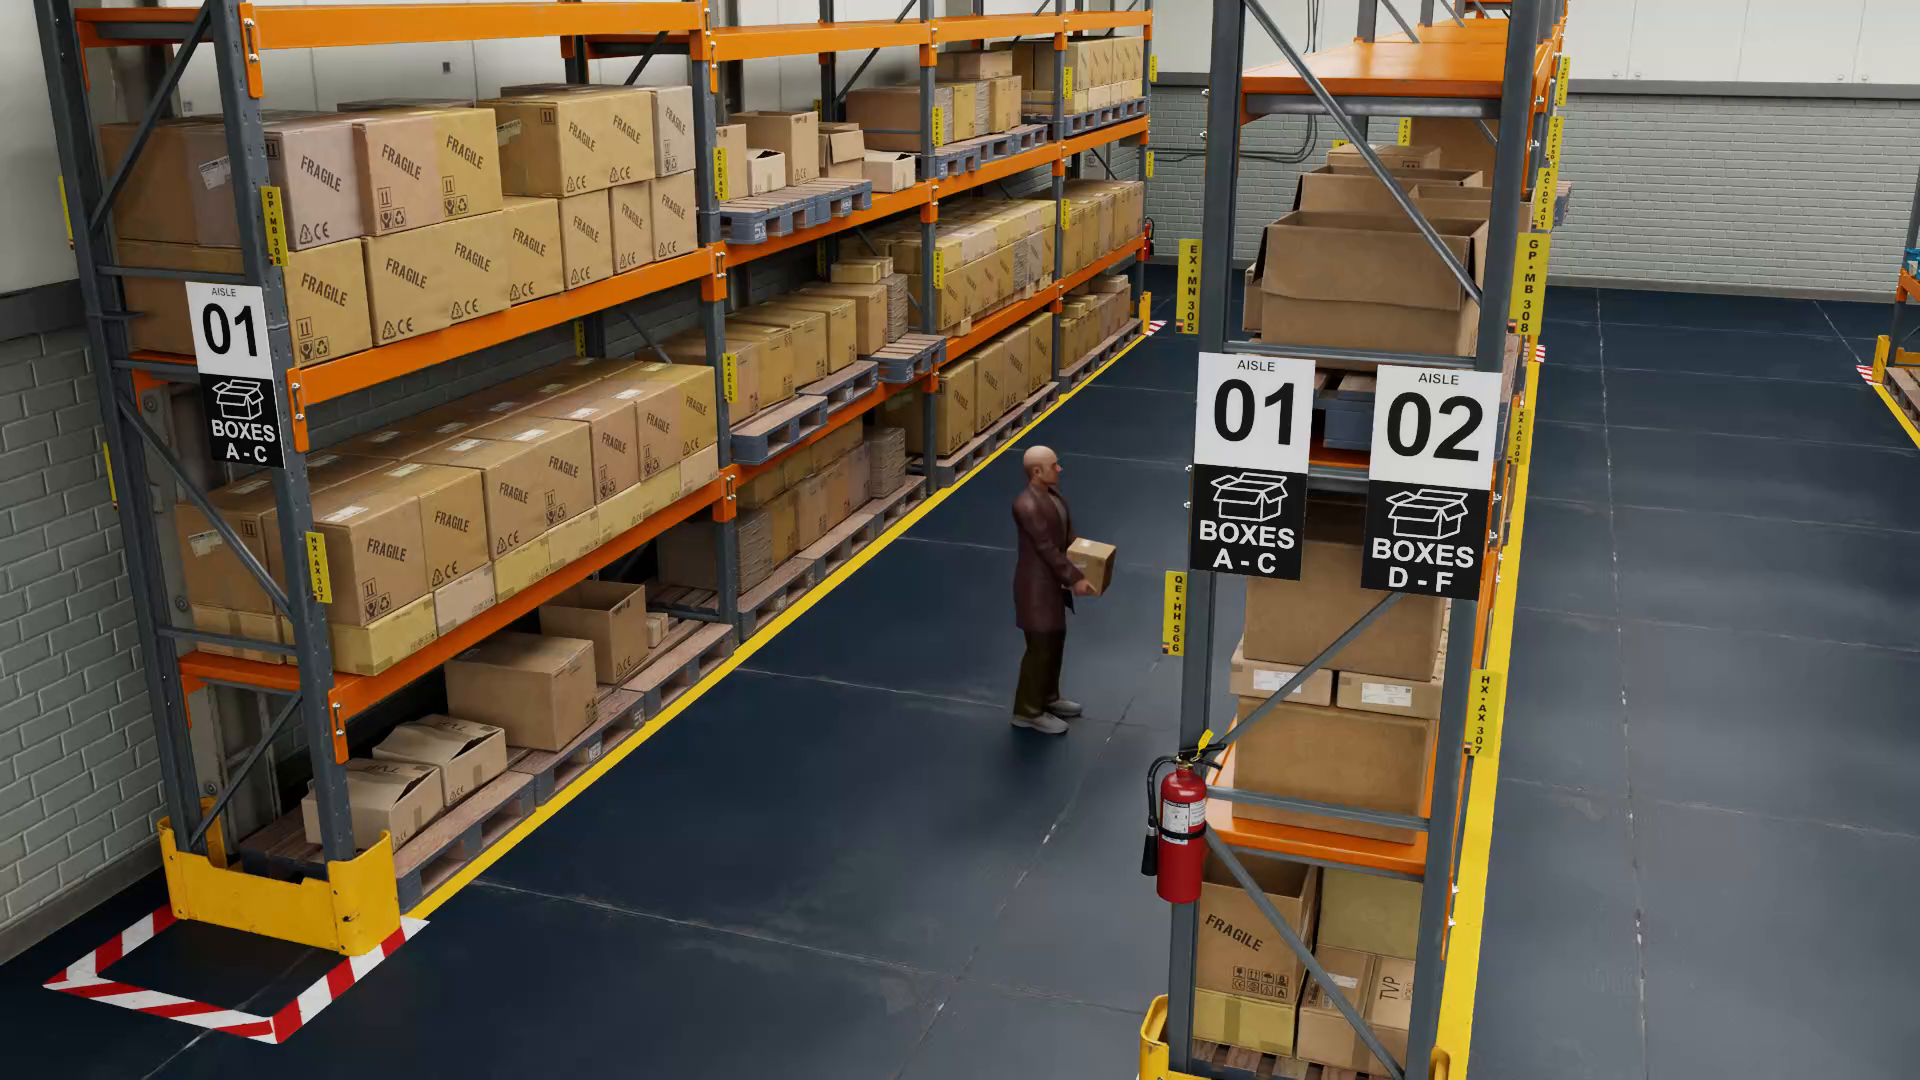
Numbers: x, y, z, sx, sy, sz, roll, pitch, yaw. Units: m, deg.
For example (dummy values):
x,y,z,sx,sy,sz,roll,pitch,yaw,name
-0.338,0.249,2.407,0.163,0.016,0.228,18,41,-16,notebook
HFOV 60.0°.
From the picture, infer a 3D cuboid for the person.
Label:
x,y,z,sx,sy,sz,roll,pitch,yaw,name
0.611,0.298,10.190,0.545,1.779,0.524,6,19,18,person
